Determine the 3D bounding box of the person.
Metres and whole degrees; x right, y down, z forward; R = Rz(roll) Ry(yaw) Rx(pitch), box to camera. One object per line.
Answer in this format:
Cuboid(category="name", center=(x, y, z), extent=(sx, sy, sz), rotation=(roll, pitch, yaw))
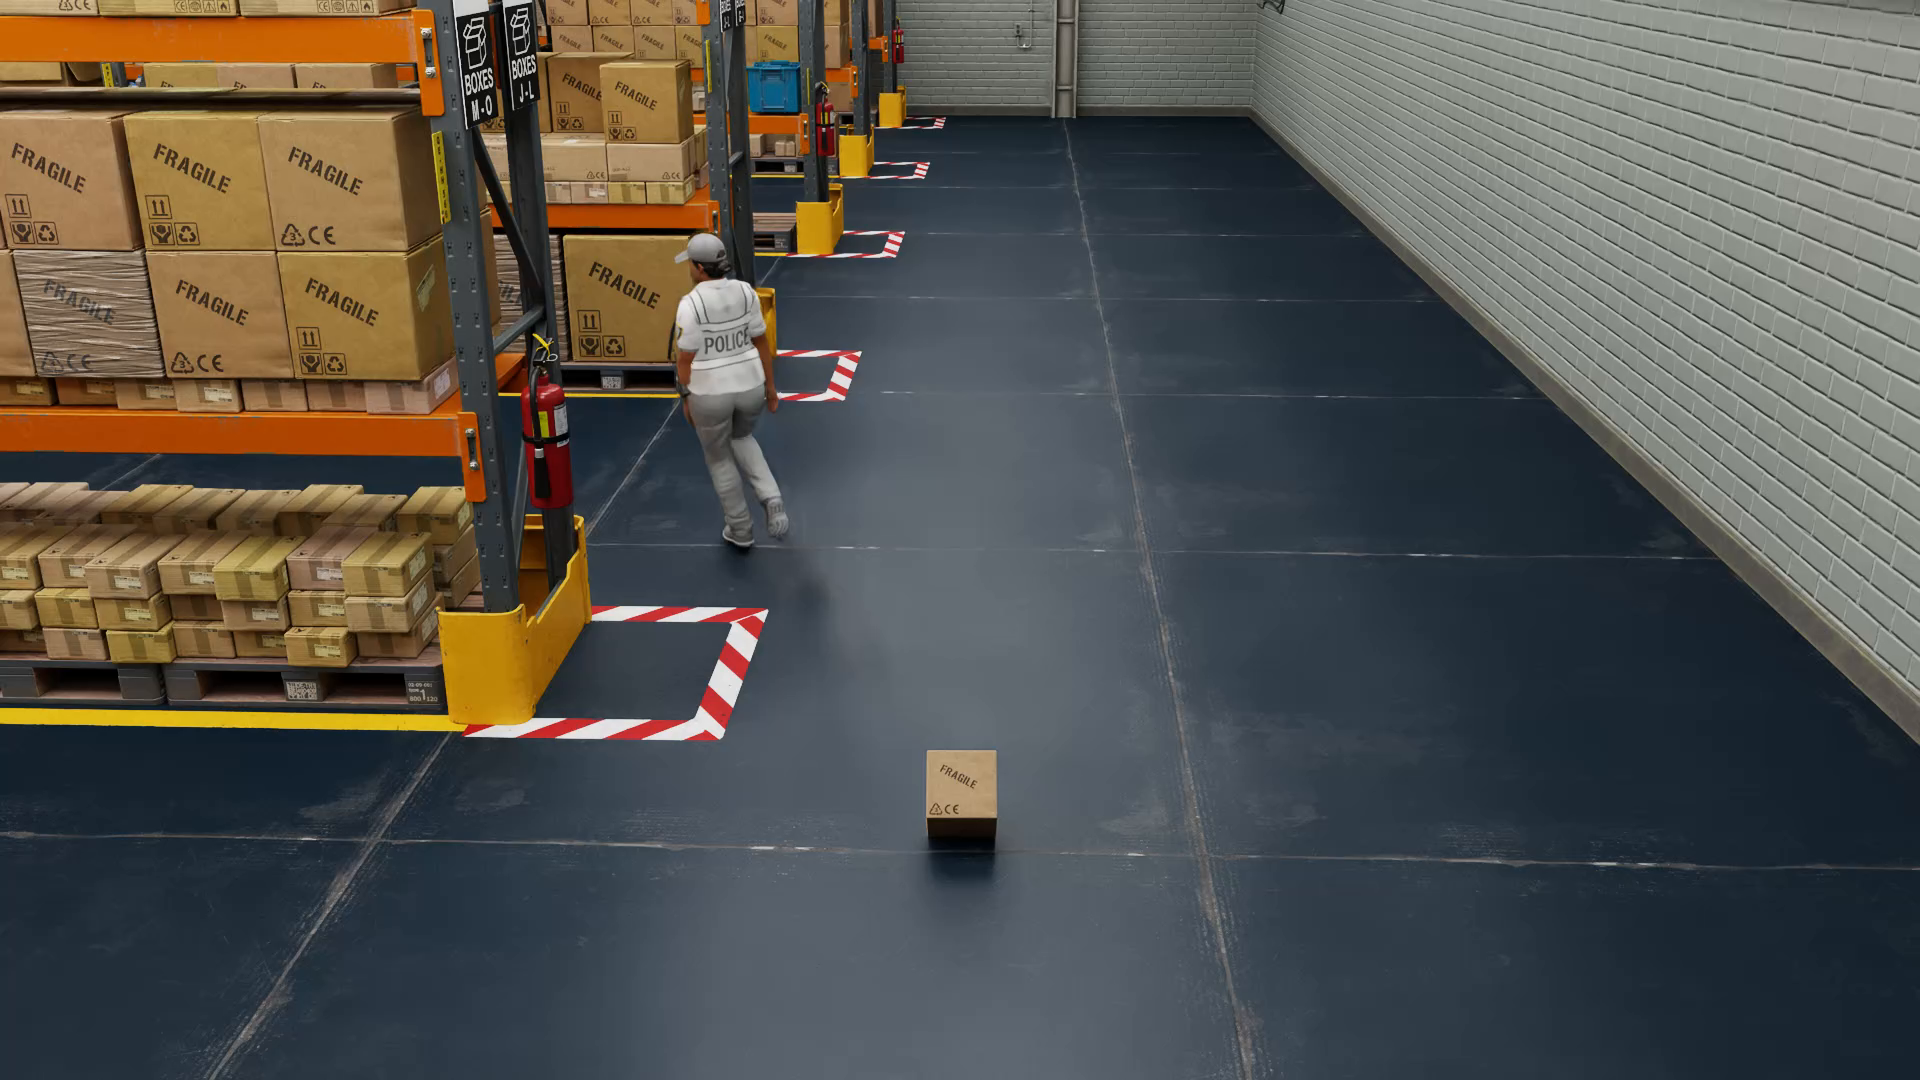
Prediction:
Cuboid(category="person", center=(-1.204, -0.755, 8.523), extent=(0.563, 1.662, 0.442), rotation=(-15, 26, -35))
